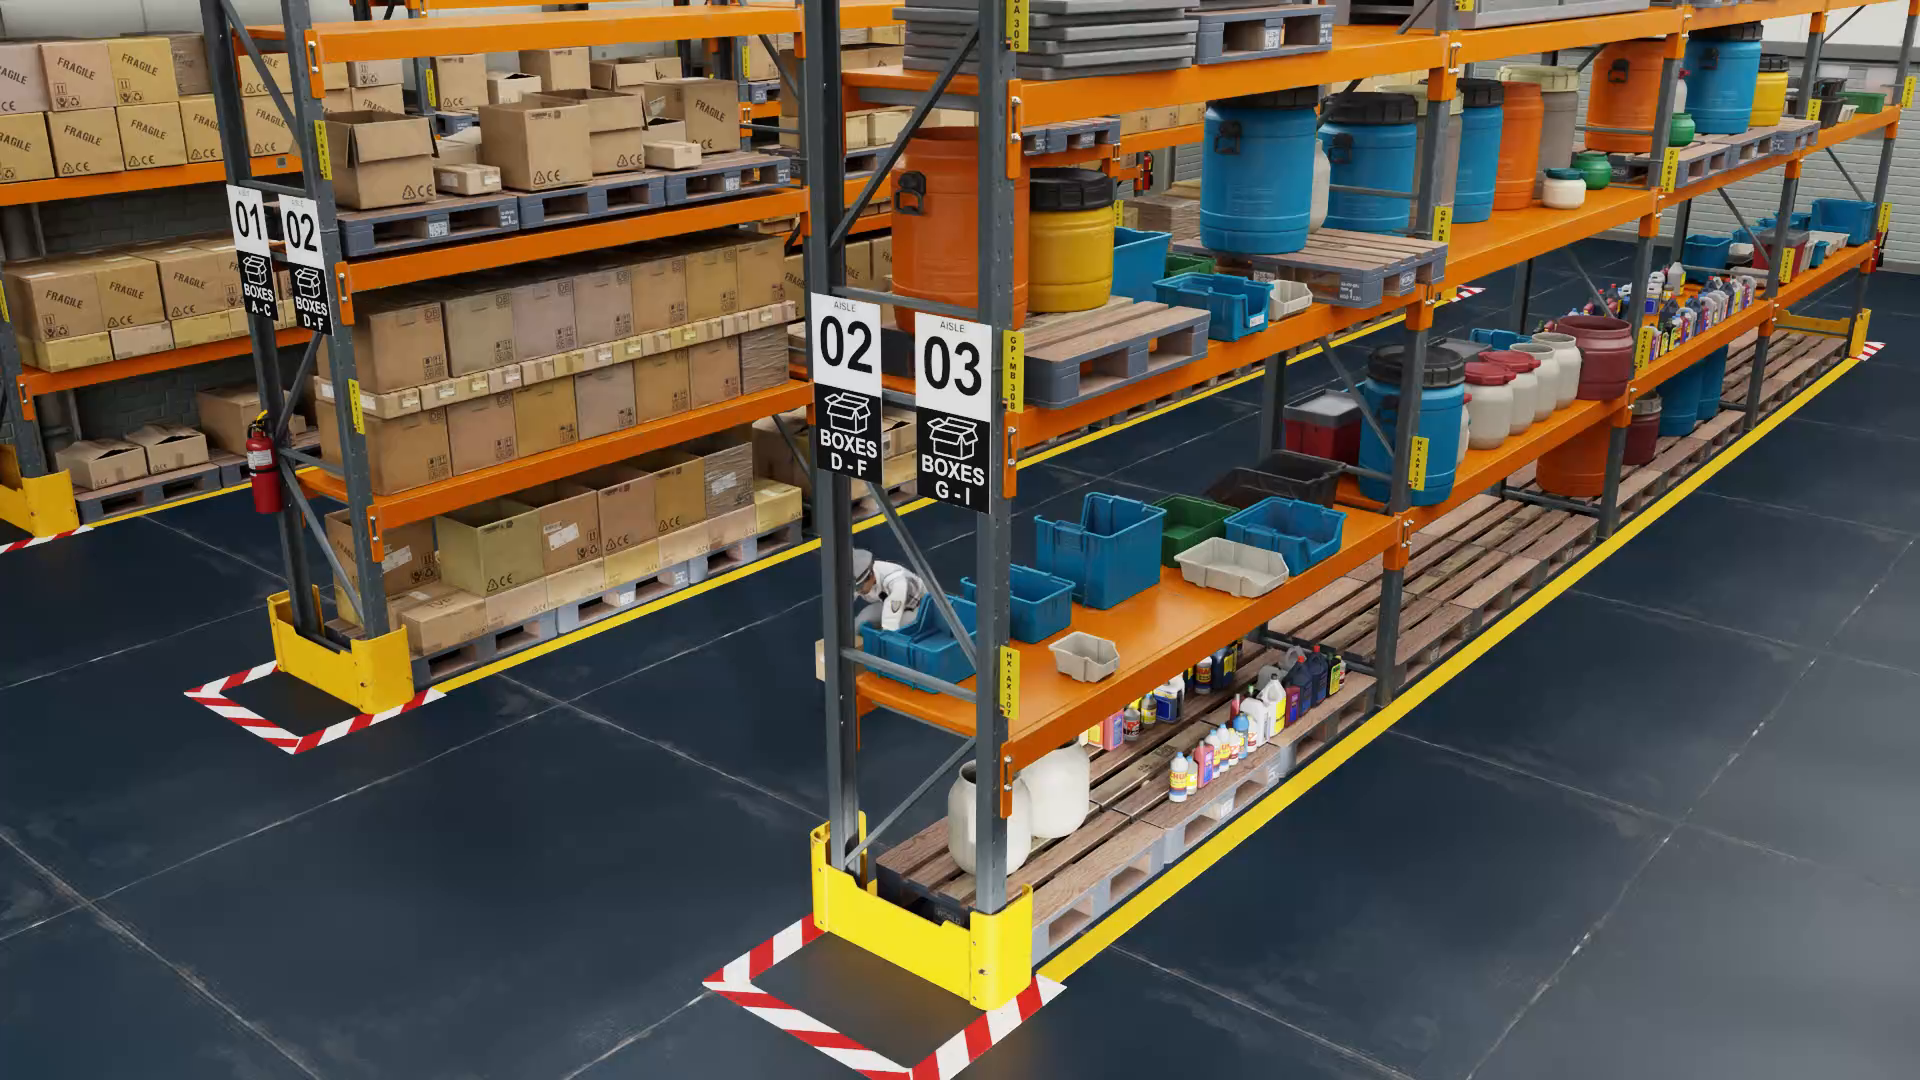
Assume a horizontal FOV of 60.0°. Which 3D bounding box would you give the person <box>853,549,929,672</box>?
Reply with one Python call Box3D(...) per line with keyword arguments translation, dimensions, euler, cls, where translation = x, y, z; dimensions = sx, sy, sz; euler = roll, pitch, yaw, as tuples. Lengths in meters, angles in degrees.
Box3D(translation=(-0.490, 0.487, 10.675), dimensions=(0.499, 1.036, 0.819), euler=(16, 26, 36), cls="person")
